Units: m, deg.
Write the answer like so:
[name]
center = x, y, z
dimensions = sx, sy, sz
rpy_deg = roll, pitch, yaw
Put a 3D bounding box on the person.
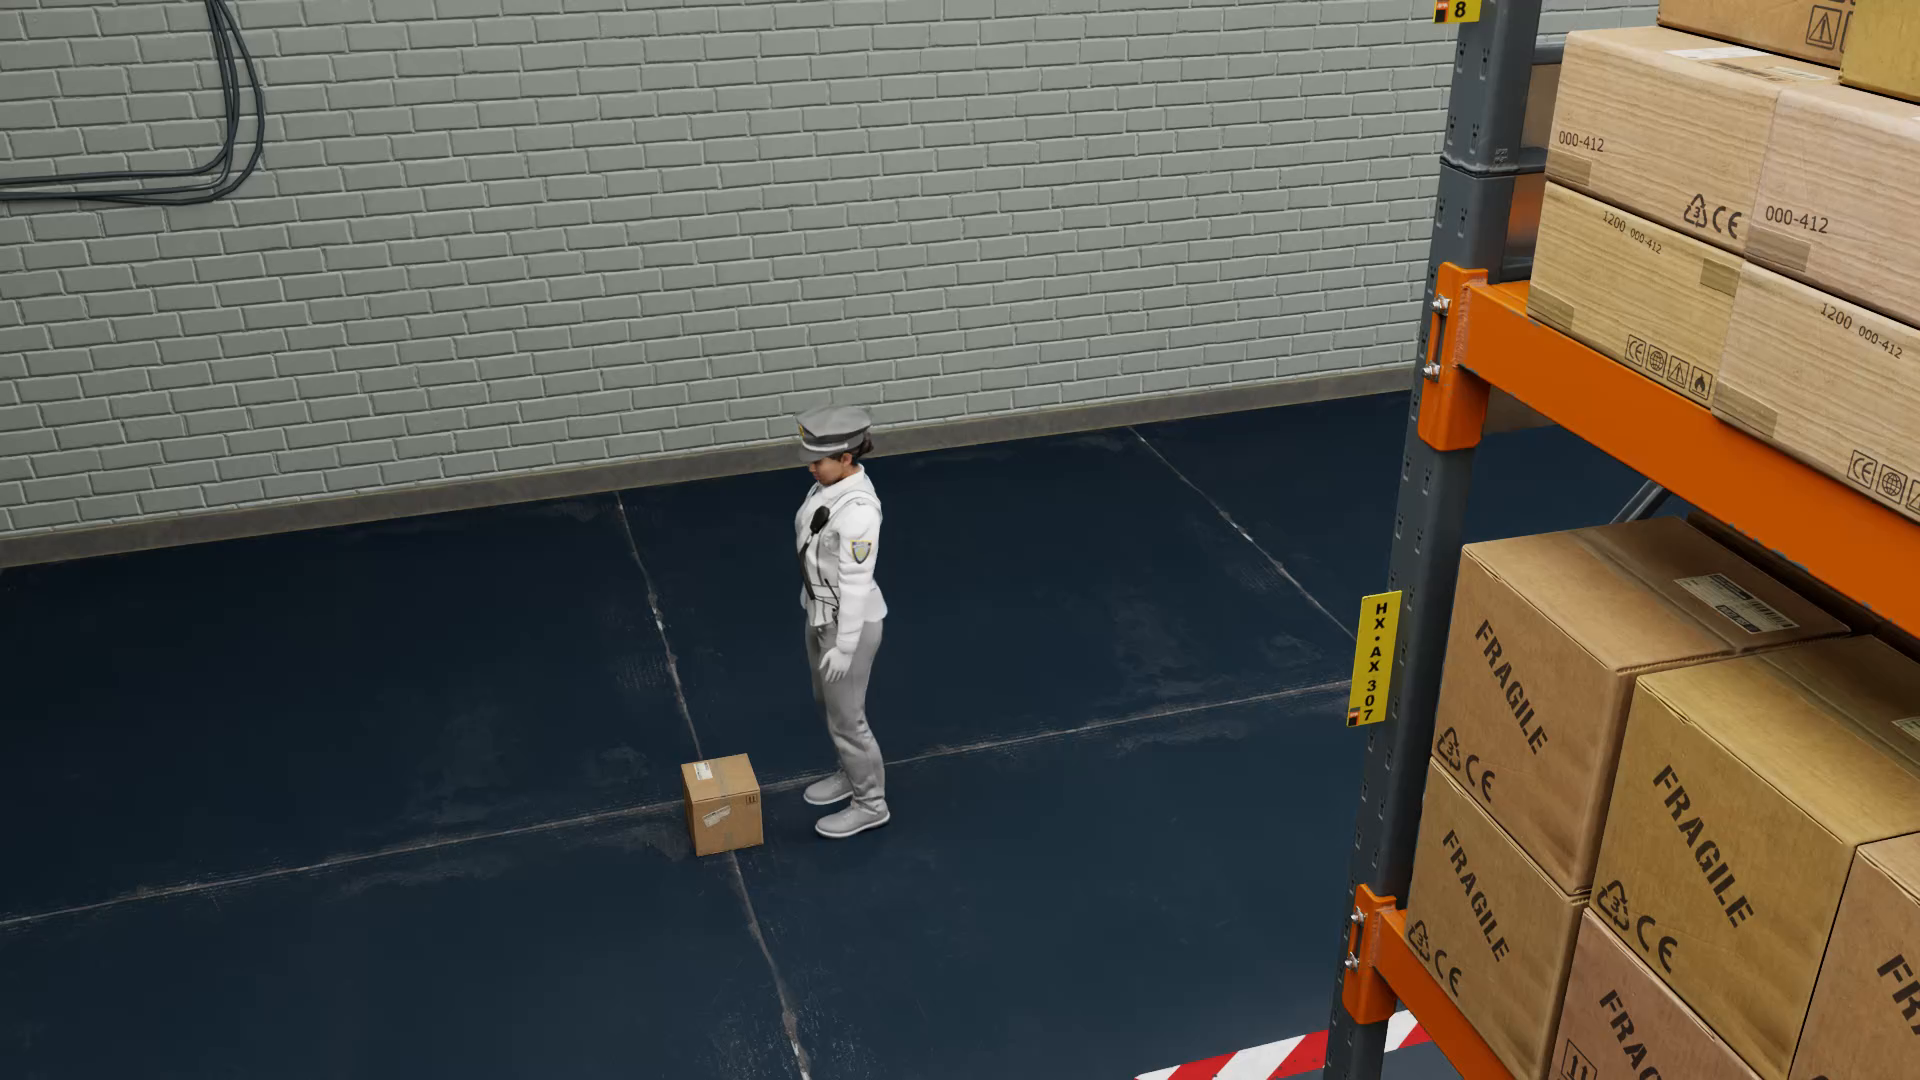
[person]
center = -0.431, 0.311, 6.005
dimensions = 0.327, 1.668, 0.470
rpy_deg = -8, 28, -15
